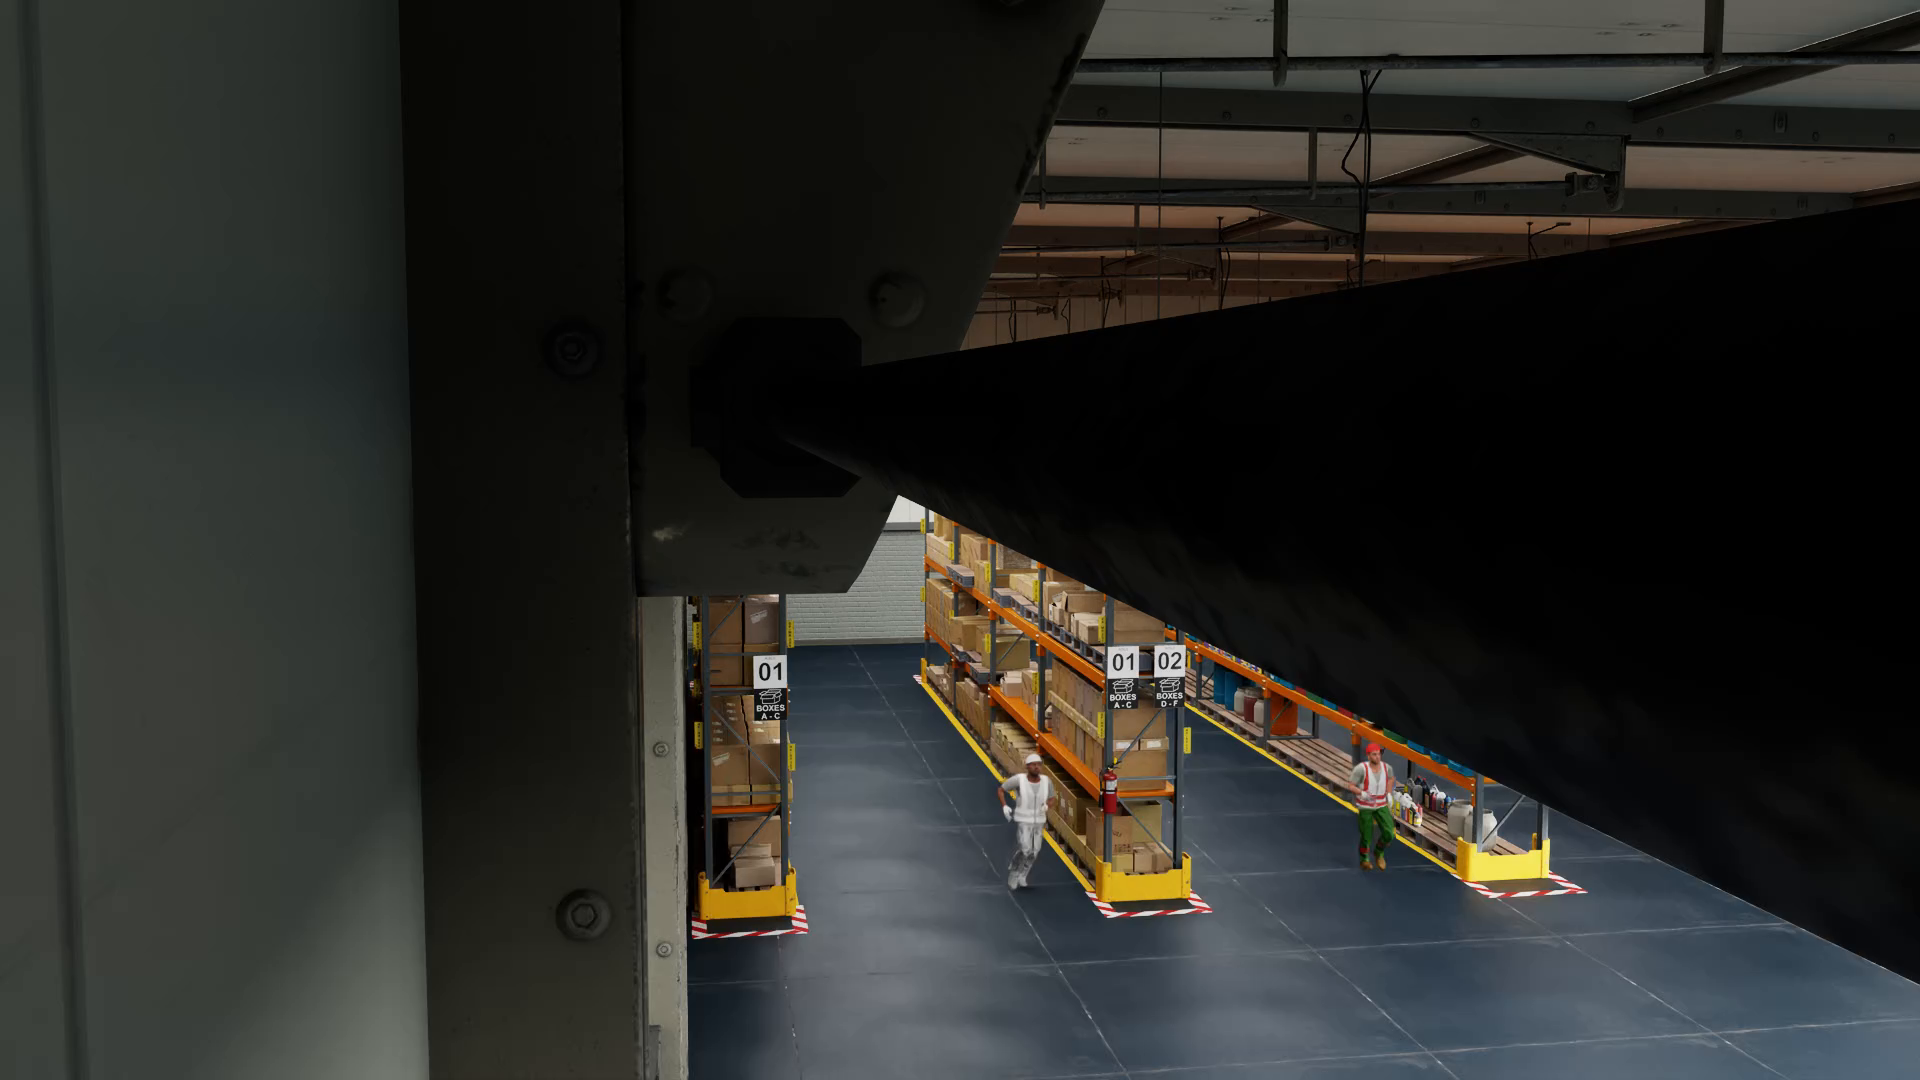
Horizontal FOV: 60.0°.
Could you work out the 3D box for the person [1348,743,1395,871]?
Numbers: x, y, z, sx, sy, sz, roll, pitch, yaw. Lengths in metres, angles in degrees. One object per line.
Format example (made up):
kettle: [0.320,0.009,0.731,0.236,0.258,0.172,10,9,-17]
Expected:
person: [5.453,3.522,21.902,0.677,1.735,0.700,-1,5,-6]

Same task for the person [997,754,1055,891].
person: [0.900,3.593,21.205,0.700,1.729,0.593,-2,5,-23]
